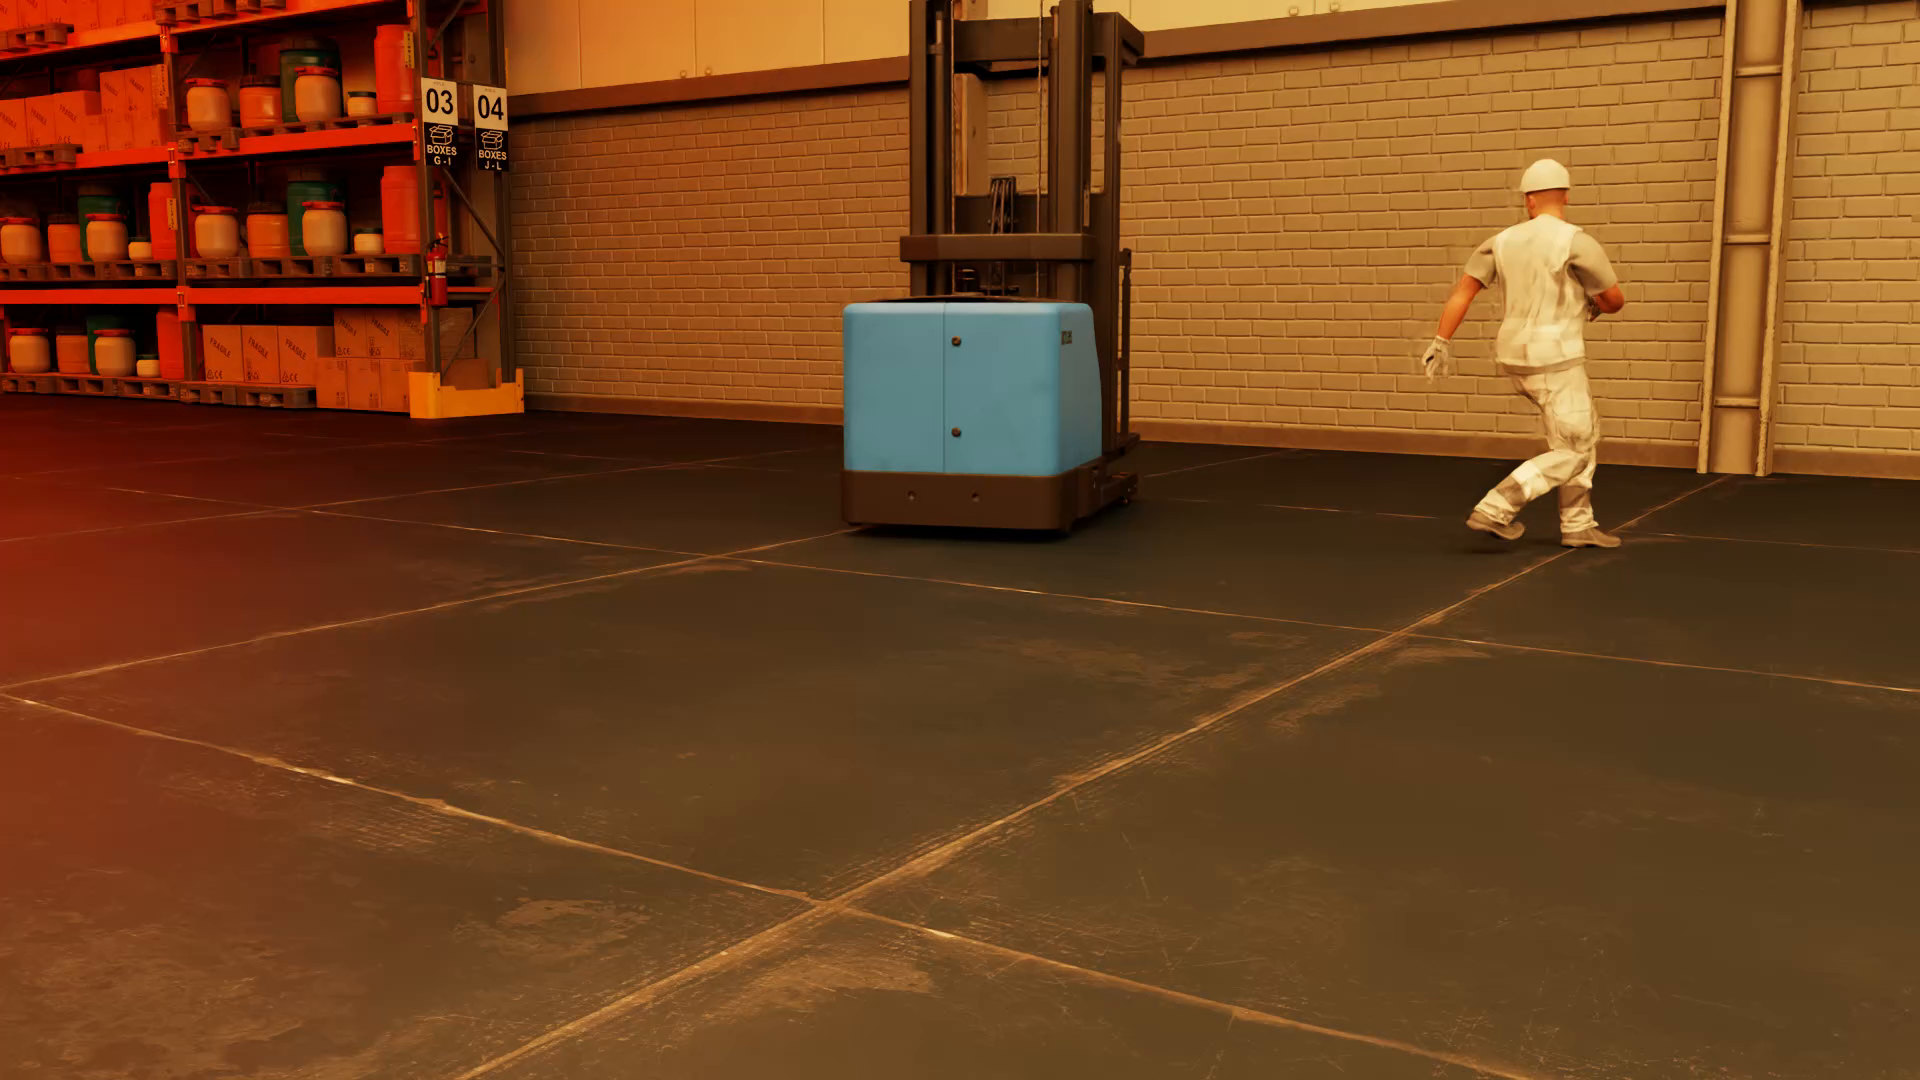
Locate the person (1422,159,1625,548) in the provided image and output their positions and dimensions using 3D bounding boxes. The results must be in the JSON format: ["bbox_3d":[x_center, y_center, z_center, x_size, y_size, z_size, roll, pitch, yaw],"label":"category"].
[{"bbox_3d":[2.532,-0.790,7.235,0.895,1.697,0.583,-2,8,-16],"label":"person"}]

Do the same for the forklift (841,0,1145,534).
[{"bbox_3d":[0.347,-1.647,8.772,1.130,2.935,3.031,2,8,16],"label":"forklift"}]
